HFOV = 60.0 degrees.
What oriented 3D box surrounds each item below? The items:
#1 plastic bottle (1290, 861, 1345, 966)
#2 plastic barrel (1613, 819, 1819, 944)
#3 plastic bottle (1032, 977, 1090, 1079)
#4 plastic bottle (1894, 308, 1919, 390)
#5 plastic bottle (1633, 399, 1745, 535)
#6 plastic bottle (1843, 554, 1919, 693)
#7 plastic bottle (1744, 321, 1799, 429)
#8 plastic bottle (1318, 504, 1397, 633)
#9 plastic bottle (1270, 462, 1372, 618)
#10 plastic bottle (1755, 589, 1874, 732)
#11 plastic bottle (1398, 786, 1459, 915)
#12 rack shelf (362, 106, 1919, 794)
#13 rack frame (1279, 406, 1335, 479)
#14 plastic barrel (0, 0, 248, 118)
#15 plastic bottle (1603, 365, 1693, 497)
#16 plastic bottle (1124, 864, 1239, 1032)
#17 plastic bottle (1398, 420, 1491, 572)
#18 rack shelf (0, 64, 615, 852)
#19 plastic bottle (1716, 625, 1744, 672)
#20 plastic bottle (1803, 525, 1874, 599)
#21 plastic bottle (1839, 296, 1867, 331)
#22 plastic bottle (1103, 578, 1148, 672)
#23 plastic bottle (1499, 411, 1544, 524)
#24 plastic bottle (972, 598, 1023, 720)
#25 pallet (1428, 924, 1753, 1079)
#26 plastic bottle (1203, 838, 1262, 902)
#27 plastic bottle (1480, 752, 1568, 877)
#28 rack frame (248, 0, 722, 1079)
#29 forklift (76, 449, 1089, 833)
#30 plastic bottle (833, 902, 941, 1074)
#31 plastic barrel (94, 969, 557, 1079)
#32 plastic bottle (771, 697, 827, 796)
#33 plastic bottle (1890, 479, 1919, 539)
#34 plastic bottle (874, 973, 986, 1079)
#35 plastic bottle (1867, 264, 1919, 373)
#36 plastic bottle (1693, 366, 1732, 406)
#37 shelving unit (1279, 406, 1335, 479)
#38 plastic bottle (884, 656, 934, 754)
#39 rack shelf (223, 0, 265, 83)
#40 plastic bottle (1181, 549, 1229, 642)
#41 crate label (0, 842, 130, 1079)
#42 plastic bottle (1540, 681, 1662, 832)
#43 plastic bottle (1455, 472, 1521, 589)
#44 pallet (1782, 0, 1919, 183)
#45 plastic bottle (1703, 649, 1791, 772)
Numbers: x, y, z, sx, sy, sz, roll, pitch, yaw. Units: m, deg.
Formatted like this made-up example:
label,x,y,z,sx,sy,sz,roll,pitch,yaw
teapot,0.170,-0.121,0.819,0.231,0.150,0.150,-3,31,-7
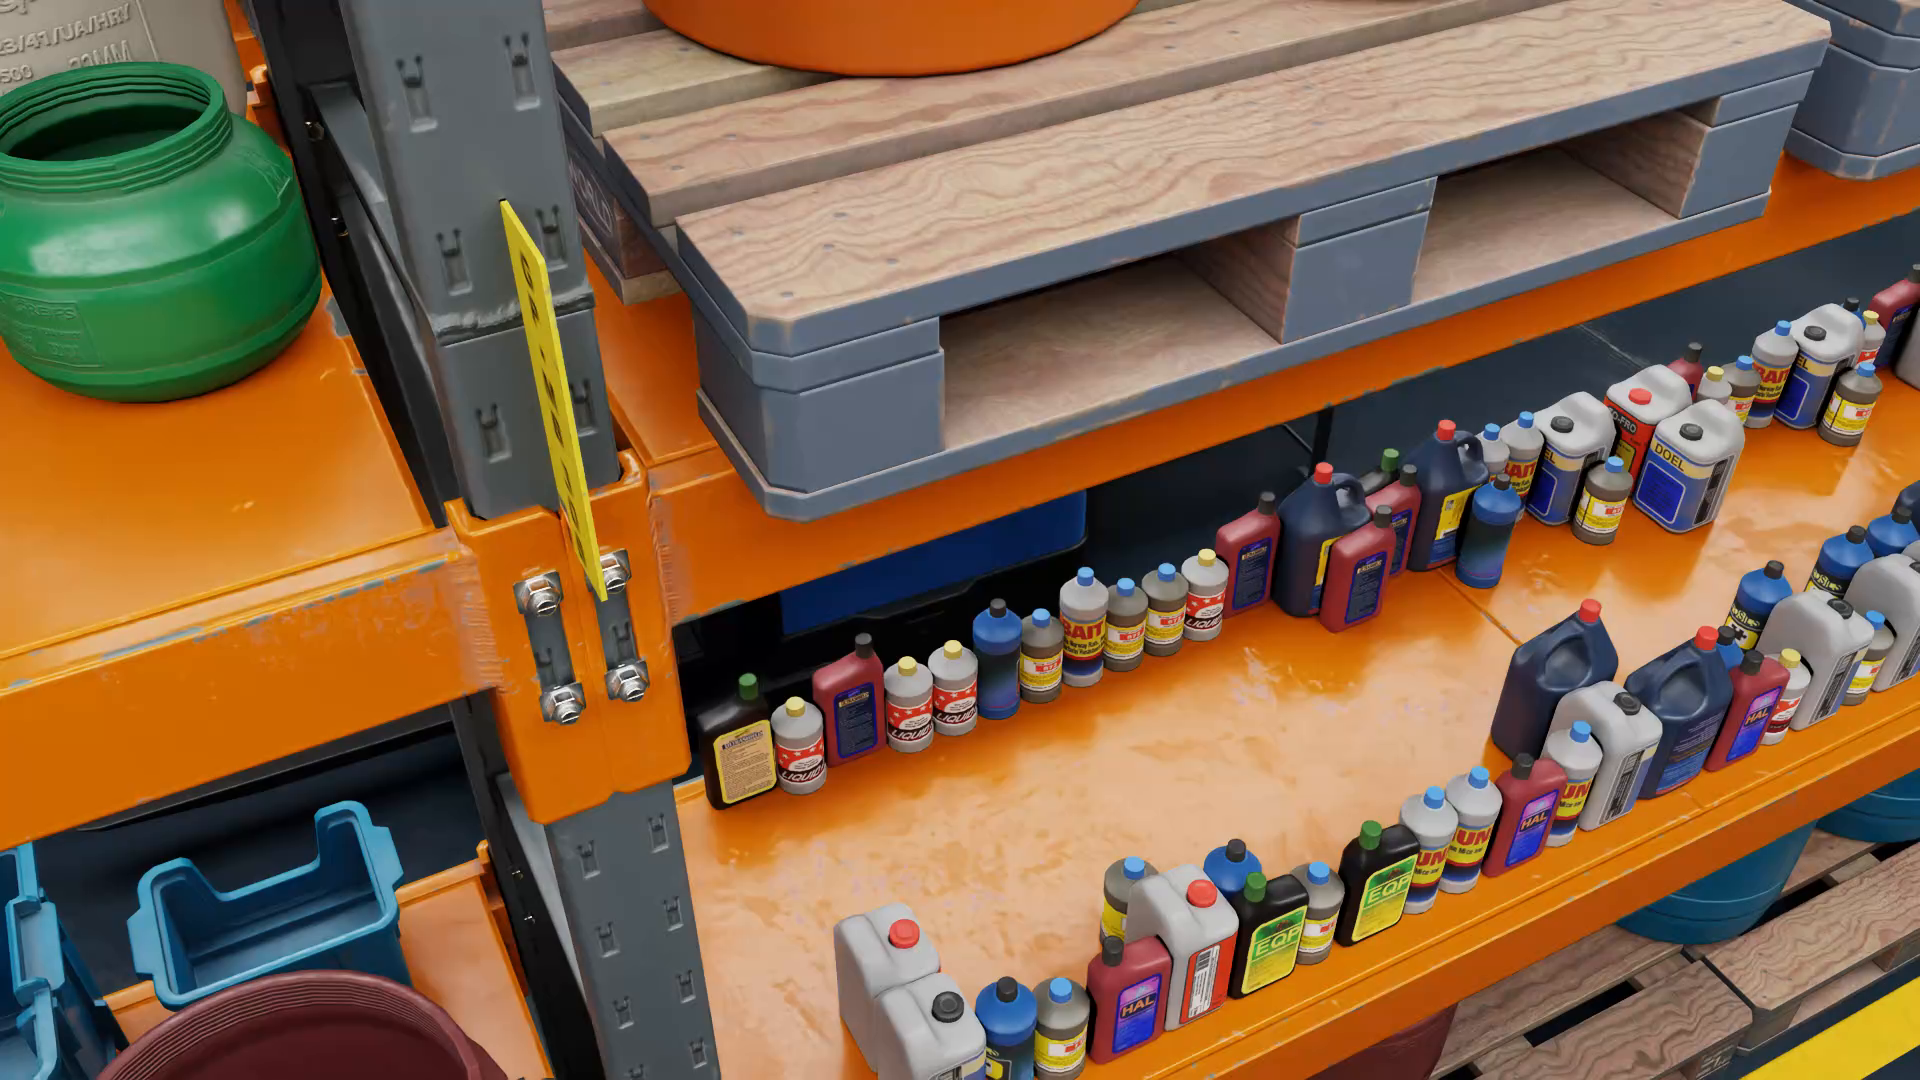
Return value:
label,x,y,z,sx,sy,sz,roll,pitch,yaw
plastic bottle,0.600,0.627,2.842,0.097,0.201,0.097,0,40,0
plastic barrel,1.852,0.502,4.134,0.708,0.901,0.600,-19,44,-21
plastic bottle,0.158,0.775,2.666,0.097,0.201,0.097,0,40,0
plastic bottle,2.473,-0.552,4.119,0.185,0.351,0.144,-19,44,-21
plastic bottle,1.633,-0.172,3.727,0.135,0.276,0.152,-19,44,-21
plastic bottle,1.880,0.148,3.350,0.135,0.276,0.152,-19,44,-21
plastic bottle,1.944,-0.405,4.007,0.097,0.271,0.097,0,40,0
plastic bottle,0.829,0.057,3.451,0.133,0.283,0.061,-19,44,-21
plastic bottle,0.759,-0.020,3.490,0.185,0.351,0.144,-19,44,-21
plastic bottle,1.674,0.217,3.268,0.135,0.276,0.152,-19,44,-21
plastic bottle,0.805,0.531,2.901,0.097,0.271,0.097,0,40,0
rack shelf,1.197,-0.776,2.580,4.000,0.370,1.077,-19,44,-21
rack frame,1.181,-0.916,5.671,0.032,1.500,0.500,-17,43,-19
plastic barrel,-0.994,-0.579,1.704,0.421,0.512,0.421,0,40,0
plastic bottle,1.563,-0.259,3.830,0.135,0.276,0.152,-19,44,-21
plastic bottle,0.366,0.657,2.748,0.135,0.276,0.152,-19,44,-21
plastic bottle,1.041,-0.115,3.602,0.185,0.351,0.144,-19,44,-21
rack shelf,-2.351,0.418,1.170,4.000,0.370,1.077,-19,44,-21
plastic bottle,1.437,0.274,3.204,0.097,0.271,0.097,0,40,0
plastic bottle,1.806,0.083,3.429,0.097,0.271,0.097,0,40,0
plastic bottle,2.150,-0.474,4.088,0.097,0.271,0.097,0,40,0
plastic bottle,0.332,0.164,3.388,0.097,0.201,0.097,0,40,0
plastic bottle,1.242,-0.169,3.727,0.097,0.271,0.097,0,40,0
plastic bottle,0.073,0.224,3.263,0.097,0.271,0.097,0,40,0
pallet,1.183,1.135,4.246,1.213,0.211,1.003,-19,44,-21
plastic bottle,0.454,0.605,2.813,0.097,0.271,0.097,0,40,0
plastic bottle,1.002,0.473,2.959,0.133,0.283,0.061,-19,44,-21
rack frame,-0.577,0.691,2.611,0.127,3.000,1.000,-19,44,-21
forklift,-1.147,-0.772,4.394,3.031,2.935,1.130,-17,43,-19
plastic bottle,-0.114,0.708,2.688,0.135,0.276,0.152,-19,44,-21
plastic barrel,-0.849,0.952,2.199,0.708,0.536,0.600,-19,44,-21
plastic bottle,-0.305,0.378,3.135,0.097,0.201,0.097,0,40,0
plastic bottle,2.076,-0.049,3.524,0.185,0.351,0.144,-19,44,-21
plastic bottle,-0.044,0.795,2.585,0.135,0.276,0.152,-19,44,-21
plastic bottle,2.330,-0.553,4.172,0.133,0.283,0.061,-19,44,-21
plastic bottle,1.771,-0.320,3.961,0.097,0.201,0.097,0,40,0
shelving unit,0.721,-0.777,5.507,1.048,1.500,0.538,-17,43,-19
plastic bottle,-0.100,0.309,3.217,0.097,0.201,0.097,0,40,0
rack shelf,-1.088,-2.470,6.904,4.000,0.370,1.077,-19,44,-21
plastic bottle,0.504,0.106,3.457,0.097,0.201,0.097,0,40,0
crate label,-1.583,0.819,2.433,0.616,0.435,0.502,-19,44,-21
plastic bottle,1.186,0.381,3.074,0.135,0.276,0.152,-19,44,-21
plastic bottle,1.136,-0.028,3.561,0.097,0.271,0.097,0,40,0
pallet,1.316,-0.945,2.369,1.213,0.211,1.003,-19,44,-21
plastic bottle,1.490,0.309,3.153,0.133,0.283,0.061,-19,44,-21
